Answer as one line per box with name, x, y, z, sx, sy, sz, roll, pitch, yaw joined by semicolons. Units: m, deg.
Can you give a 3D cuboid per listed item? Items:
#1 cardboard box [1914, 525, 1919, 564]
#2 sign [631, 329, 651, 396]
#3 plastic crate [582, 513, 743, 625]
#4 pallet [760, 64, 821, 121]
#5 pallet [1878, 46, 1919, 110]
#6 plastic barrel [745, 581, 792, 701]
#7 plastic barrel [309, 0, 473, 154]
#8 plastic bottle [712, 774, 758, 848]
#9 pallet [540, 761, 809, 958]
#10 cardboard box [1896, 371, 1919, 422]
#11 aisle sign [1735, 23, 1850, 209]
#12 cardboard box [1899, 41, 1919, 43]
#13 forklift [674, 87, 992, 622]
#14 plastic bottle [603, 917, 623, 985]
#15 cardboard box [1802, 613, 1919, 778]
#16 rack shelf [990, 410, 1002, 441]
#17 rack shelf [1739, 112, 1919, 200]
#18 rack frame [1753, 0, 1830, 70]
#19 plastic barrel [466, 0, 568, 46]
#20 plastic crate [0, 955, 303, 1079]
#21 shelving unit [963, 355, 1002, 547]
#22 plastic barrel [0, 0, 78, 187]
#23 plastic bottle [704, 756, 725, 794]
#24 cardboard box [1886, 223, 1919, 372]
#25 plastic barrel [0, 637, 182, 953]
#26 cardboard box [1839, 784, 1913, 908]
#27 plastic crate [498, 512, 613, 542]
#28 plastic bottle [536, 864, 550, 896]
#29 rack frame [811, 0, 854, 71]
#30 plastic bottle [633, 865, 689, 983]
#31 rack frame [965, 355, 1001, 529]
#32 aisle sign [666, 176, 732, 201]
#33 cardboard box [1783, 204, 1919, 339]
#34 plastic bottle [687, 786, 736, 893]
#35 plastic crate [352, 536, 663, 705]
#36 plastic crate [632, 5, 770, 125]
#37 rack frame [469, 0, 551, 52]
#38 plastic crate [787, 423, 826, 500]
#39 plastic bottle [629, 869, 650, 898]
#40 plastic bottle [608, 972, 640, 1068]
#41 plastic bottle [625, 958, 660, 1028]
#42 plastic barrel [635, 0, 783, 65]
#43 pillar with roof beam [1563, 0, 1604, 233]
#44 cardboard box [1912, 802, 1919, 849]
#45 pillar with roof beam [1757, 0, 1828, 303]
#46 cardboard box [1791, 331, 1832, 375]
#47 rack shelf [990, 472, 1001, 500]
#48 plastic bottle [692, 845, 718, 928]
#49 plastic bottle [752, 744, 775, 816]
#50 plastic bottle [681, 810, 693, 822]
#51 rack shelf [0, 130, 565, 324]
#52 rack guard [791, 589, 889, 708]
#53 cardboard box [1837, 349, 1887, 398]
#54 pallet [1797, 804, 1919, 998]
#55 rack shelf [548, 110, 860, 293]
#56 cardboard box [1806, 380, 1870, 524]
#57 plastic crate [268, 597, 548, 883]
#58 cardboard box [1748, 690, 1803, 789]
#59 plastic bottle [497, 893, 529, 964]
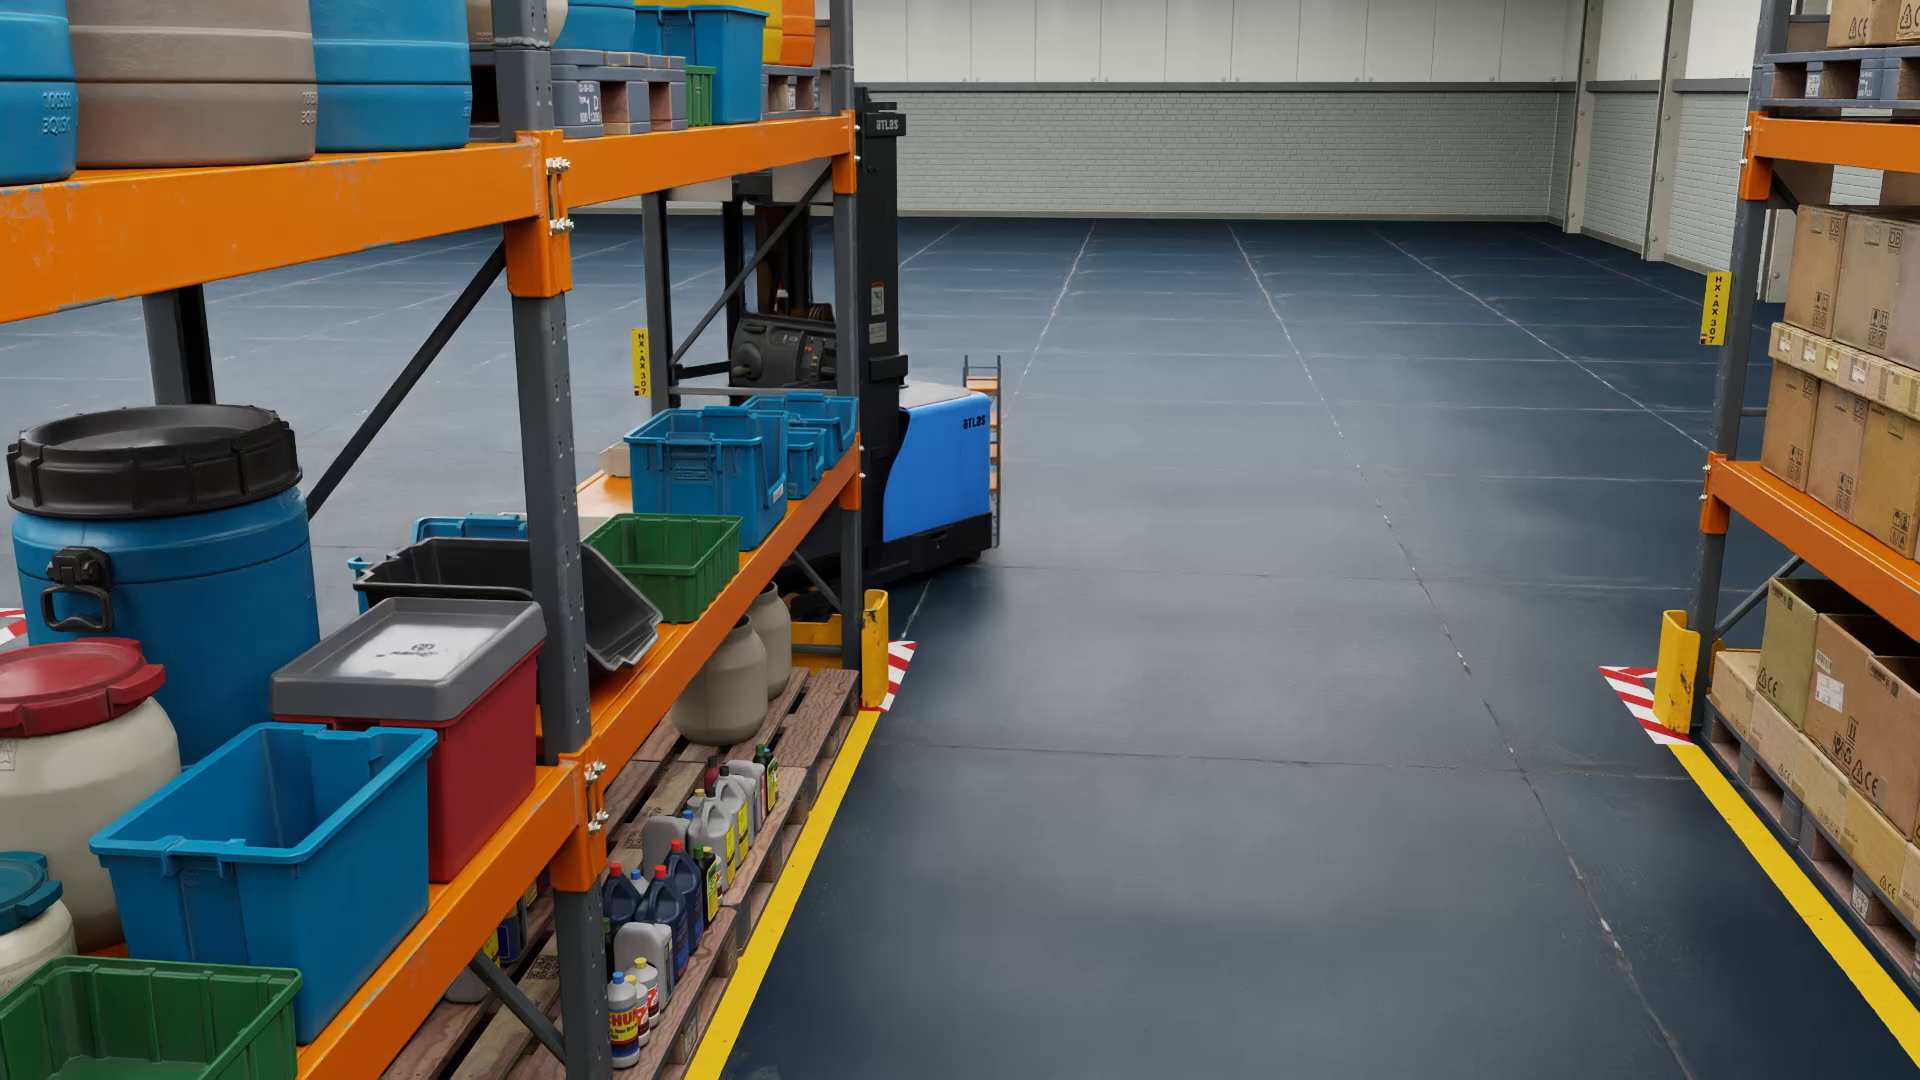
cardboard box;3.693;-0.088;5.548;0.700;0.500;0.500;2;15;8
sign;-1.537;-0.860;8.064;0.100;0.325;0.005;2;15;6
plastic crate;-1.009;0.087;5.498;0.450;0.188;0.662;2;15;6
pallet;-1.182;-1.854;6.886;1.003;0.211;1.213;2;15;6
pallet;3.689;-1.467;5.264;1.003;0.211;1.213;2;15;6
plastic barrel;-0.990;0.463;7.666;0.421;0.512;0.421;0;15;0
plastic barrel;-1.284;-1.223;3.231;0.600;0.901;0.708;2;15;6
plastic bottle;-0.834;0.984;6.153;0.152;0.276;0.135;1;15;5
pallet;-1.190;1.185;6.377;1.003;0.211;1.213;2;15;6
cardboard box;3.528;-0.494;5.807;0.380;0.149;0.250;2;15;6
aisle sign;3.633;-1.843;7.250;0.394;0.787;0.004;2;15;6
cardboard box;3.622;-1.859;5.952;0.380;0.149;0.250;2;15;6
forklift;-1.133;-1.097;9.602;1.130;2.935;3.031;13;20;39
plastic bottle;-1.068;1.270;5.079;0.061;0.283;0.133;2;15;6
cardboard box;3.550;0.593;6.248;0.500;0.500;0.500;2;15;6
rack shelf;0.146;-0.748;11.030;0.258;0.148;0.480;0;15;1
rack shelf;3.704;-1.144;5.277;1.077;0.370;4.000;2;15;6
rack frame;3.930;-3.458;6.710;1.000;3.000;0.127;2;15;6
plastic barrel;-1.199;-1.482;4.130;0.421;0.512;0.421;0;15;0
plastic crate;-1.359;0.891;2.526;0.450;0.188;0.662;2;15;6
shelving unit;0.146;-0.597;11.070;0.258;1.200;0.503;0;15;1
plastic barrel;-1.432;-0.884;1.976;0.600;0.901;0.708;2;15;6
plastic bottle;-0.924;0.941;6.296;0.061;0.283;0.133;2;15;6
cardboard box;3.749;-0.835;5.825;0.700;0.500;0.500;2;15;6
plastic barrel;-1.768;0.505;3.288;0.433;0.535;0.433;0;15;0
cardboard box;3.478;1.084;5.868;0.500;0.250;0.500;2;15;6
plastic crate;-1.511;0.028;5.819;0.530;0.136;0.437;2;15;6
plastic bottle;-1.470;1.080;5.784;0.061;0.283;0.133;2;15;6
rack frame;-0.991;-3.605;7.253;1.000;3.000;0.127;2;15;6
plastic bottle;-0.939;1.198;5.217;0.144;0.351;0.185;2;15;8
rack frame;0.152;-0.660;11.306;0.240;1.200;0.015;0;15;1
aisle sign;-1.274;-1.991;7.798;0.394;0.787;0.004;2;15;6
cardboard box;3.859;-1.102;6.813;0.700;0.500;0.500;2;15;6
plastic bottle;-0.870;1.039;5.806;0.144;0.351;0.185;2;15;6
plastic crate;-1.257;0.227;4.696;0.767;0.338;0.504;2;15;6
plastic crate;-0.907;-1.645;5.785;0.392;0.384;0.575;2;15;6
rack frame;-1.443;-2.567;3.416;1.000;3.000;0.127;2;15;6
plastic crate;-0.829;-0.330;6.921;0.499;0.251;0.408;2;15;6
plastic bottle;-1.043;1.195;5.379;0.097;0.271;0.097;0;15;0
plastic bottle;-0.971;1.364;4.756;0.097;0.271;0.097;0;15;0
plastic bottle;-0.948;1.345;4.960;0.097;0.201;0.097;0;15;0
plastic barrel;-0.994;-2.151;6.458;0.600;0.588;0.600;0;15;0
pillar with roof beam;8.741;-11.013;34.652;9.100;9.000;0.400;2;15;6
cardboard box;3.434;0.852;5.289;0.500;0.500;0.500;2;15;6
pillar with roof beam;7.387;-7.901;23.142;9.100;9.000;0.400;2;15;6
cardboard box;3.645;-0.759;6.789;0.380;0.149;0.250;1;15;5
rack shelf;0.146;-0.340;11.140;0.258;0.148;0.480;0;15;1
plastic bottle;-0.858;1.140;5.560;0.061;0.283;0.133;2;15;9
plastic bottle;-0.758;0.910;6.410;0.061;0.283;0.133;2;15;8
plastic bottle;-0.974;1.071;5.975;0.097;0.201;0.097;0;15;0
rack shelf;-1.668;-0.253;1.983;1.077;0.370;4.000;2;15;6
rack guard;-0.953;0.519;8.284;1.175;0.500;0.348;2;15;6
cardboard box;3.584;-0.629;6.308;0.380;0.149;0.250;1;15;5
pallet;3.745;1.299;5.952;1.003;0.211;1.213;2;15;6
rack shelf;-1.217;-1.291;5.820;1.077;0.370;4.000;2;15;6
cardboard box;3.810;-0.353;6.529;0.700;0.500;0.500;2;15;8
plastic crate;-1.193;0.433;3.693;0.402;0.464;0.583;2;15;6
cardboard box;3.596;0.825;6.827;0.500;0.250;0.500;2;15;6
plastic bottle;-1.485;1.204;5.339;0.152;0.276;0.135;2;15;6
